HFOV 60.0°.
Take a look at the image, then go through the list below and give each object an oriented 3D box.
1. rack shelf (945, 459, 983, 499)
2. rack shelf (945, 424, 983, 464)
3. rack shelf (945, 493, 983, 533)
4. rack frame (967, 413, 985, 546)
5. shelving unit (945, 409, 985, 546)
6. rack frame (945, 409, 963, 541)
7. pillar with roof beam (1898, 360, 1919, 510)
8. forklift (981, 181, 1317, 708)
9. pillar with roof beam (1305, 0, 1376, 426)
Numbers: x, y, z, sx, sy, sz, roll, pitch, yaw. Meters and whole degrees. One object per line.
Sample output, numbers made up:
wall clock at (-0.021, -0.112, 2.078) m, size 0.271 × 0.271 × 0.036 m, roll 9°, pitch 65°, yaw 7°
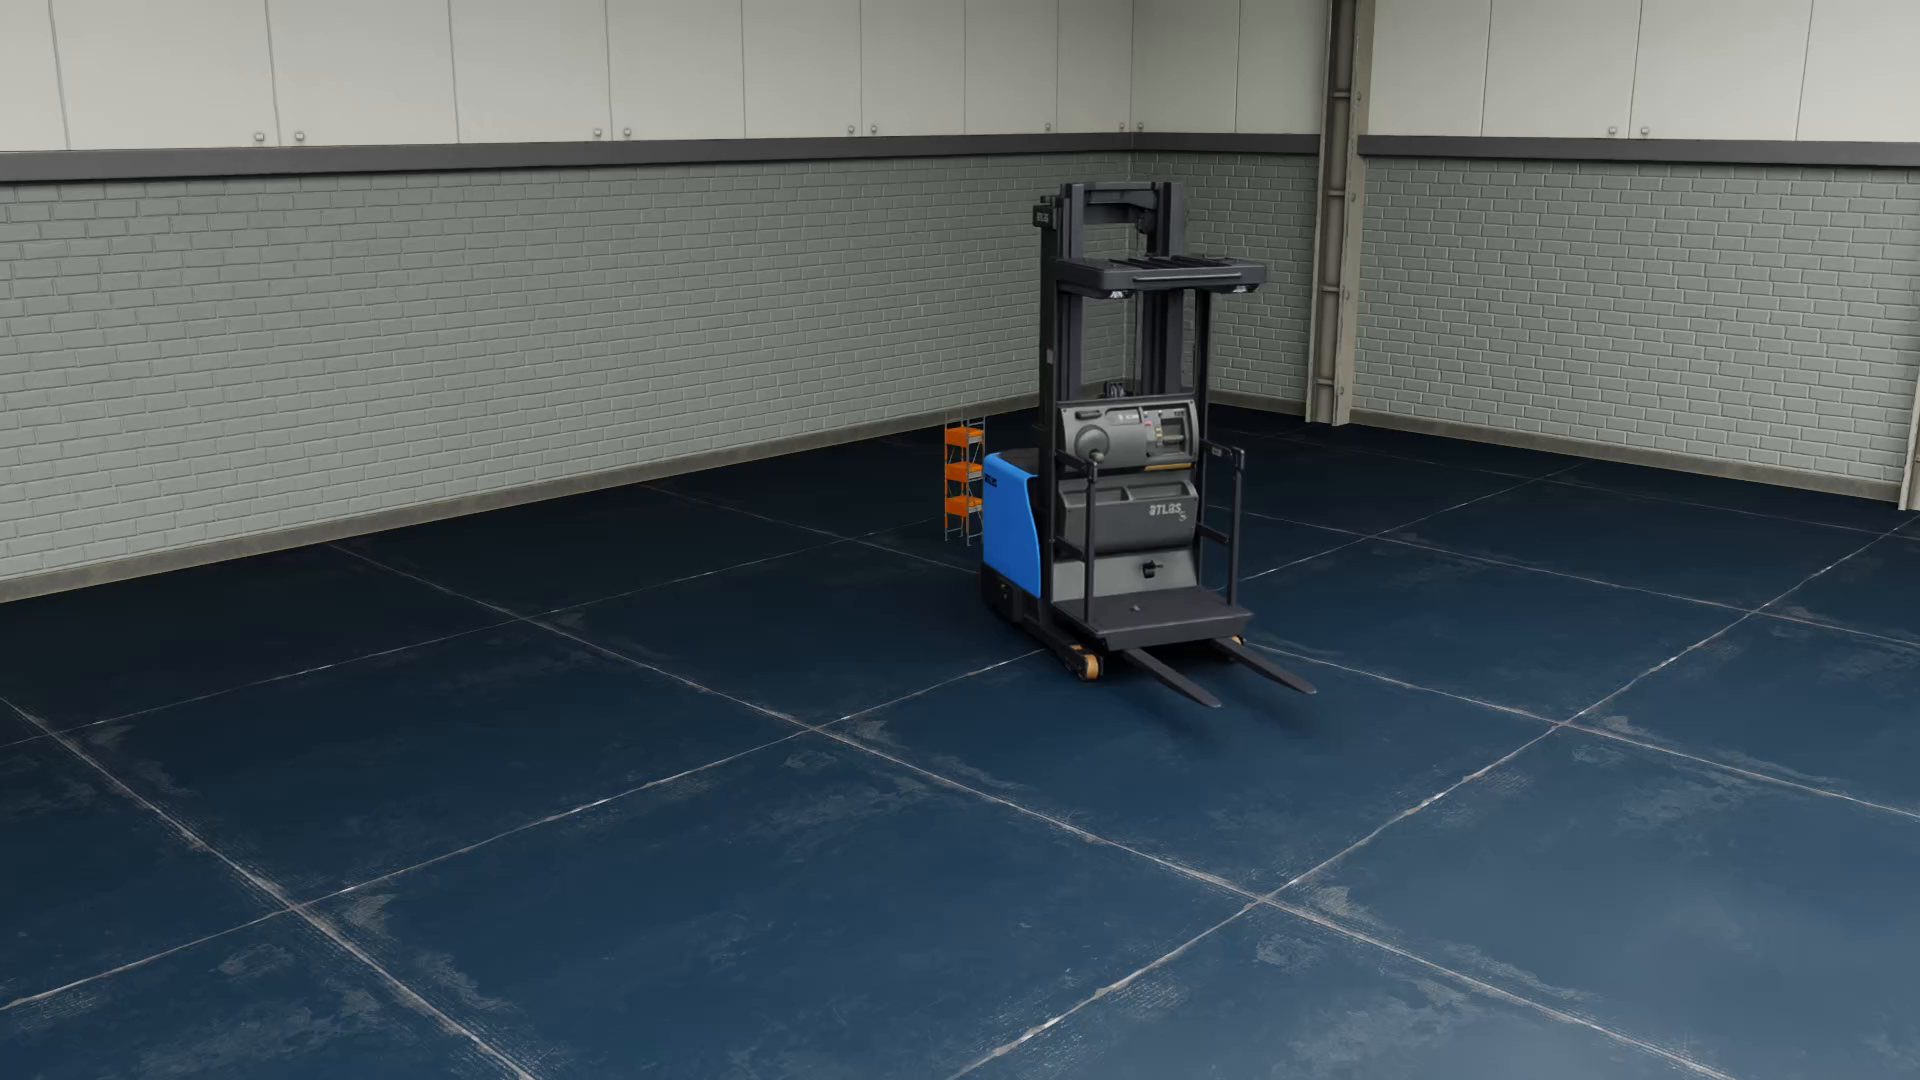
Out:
rack shelf at (0.038, -0.488, 13.266) m, size 0.240 × 0.259 × 0.215 m, roll 14°, pitch 20°, yaw 42°
rack shelf at (0.038, -0.763, 13.195) m, size 0.240 × 0.259 × 0.215 m, roll 14°, pitch 20°, yaw 42°
rack shelf at (0.038, -0.219, 13.337) m, size 0.240 × 0.259 × 0.215 m, roll 14°, pitch 20°, yaw 42°
rack frame at (0.126, -0.477, 13.182) m, size 0.008 × 1.050 × 0.200 m, roll 14°, pitch 20°, yaw 42°
shelving unit at (0.038, -0.499, 13.264) m, size 0.252 × 1.050 × 0.215 m, roll 14°, pitch 20°, yaw 42°
rack frame at (-0.049, -0.520, 13.346) m, size 0.008 × 1.050 × 0.200 m, roll 14°, pitch 20°, yaw 42°
pillar with roof beam at (5.413, -3.833, 10.297) m, size 0.400 × 9.000 × 9.100 m, roll 14°, pitch 20°, yaw 42°
forklift at (1.146, -0.679, 10.226) m, size 1.130 × 2.935 × 3.031 m, roll -6°, pitch 16°, yaw -20°
pillar with roof beam at (1.094, -4.883, 14.327) m, size 0.400 × 9.000 × 9.100 m, roll 14°, pitch 20°, yaw 42°
